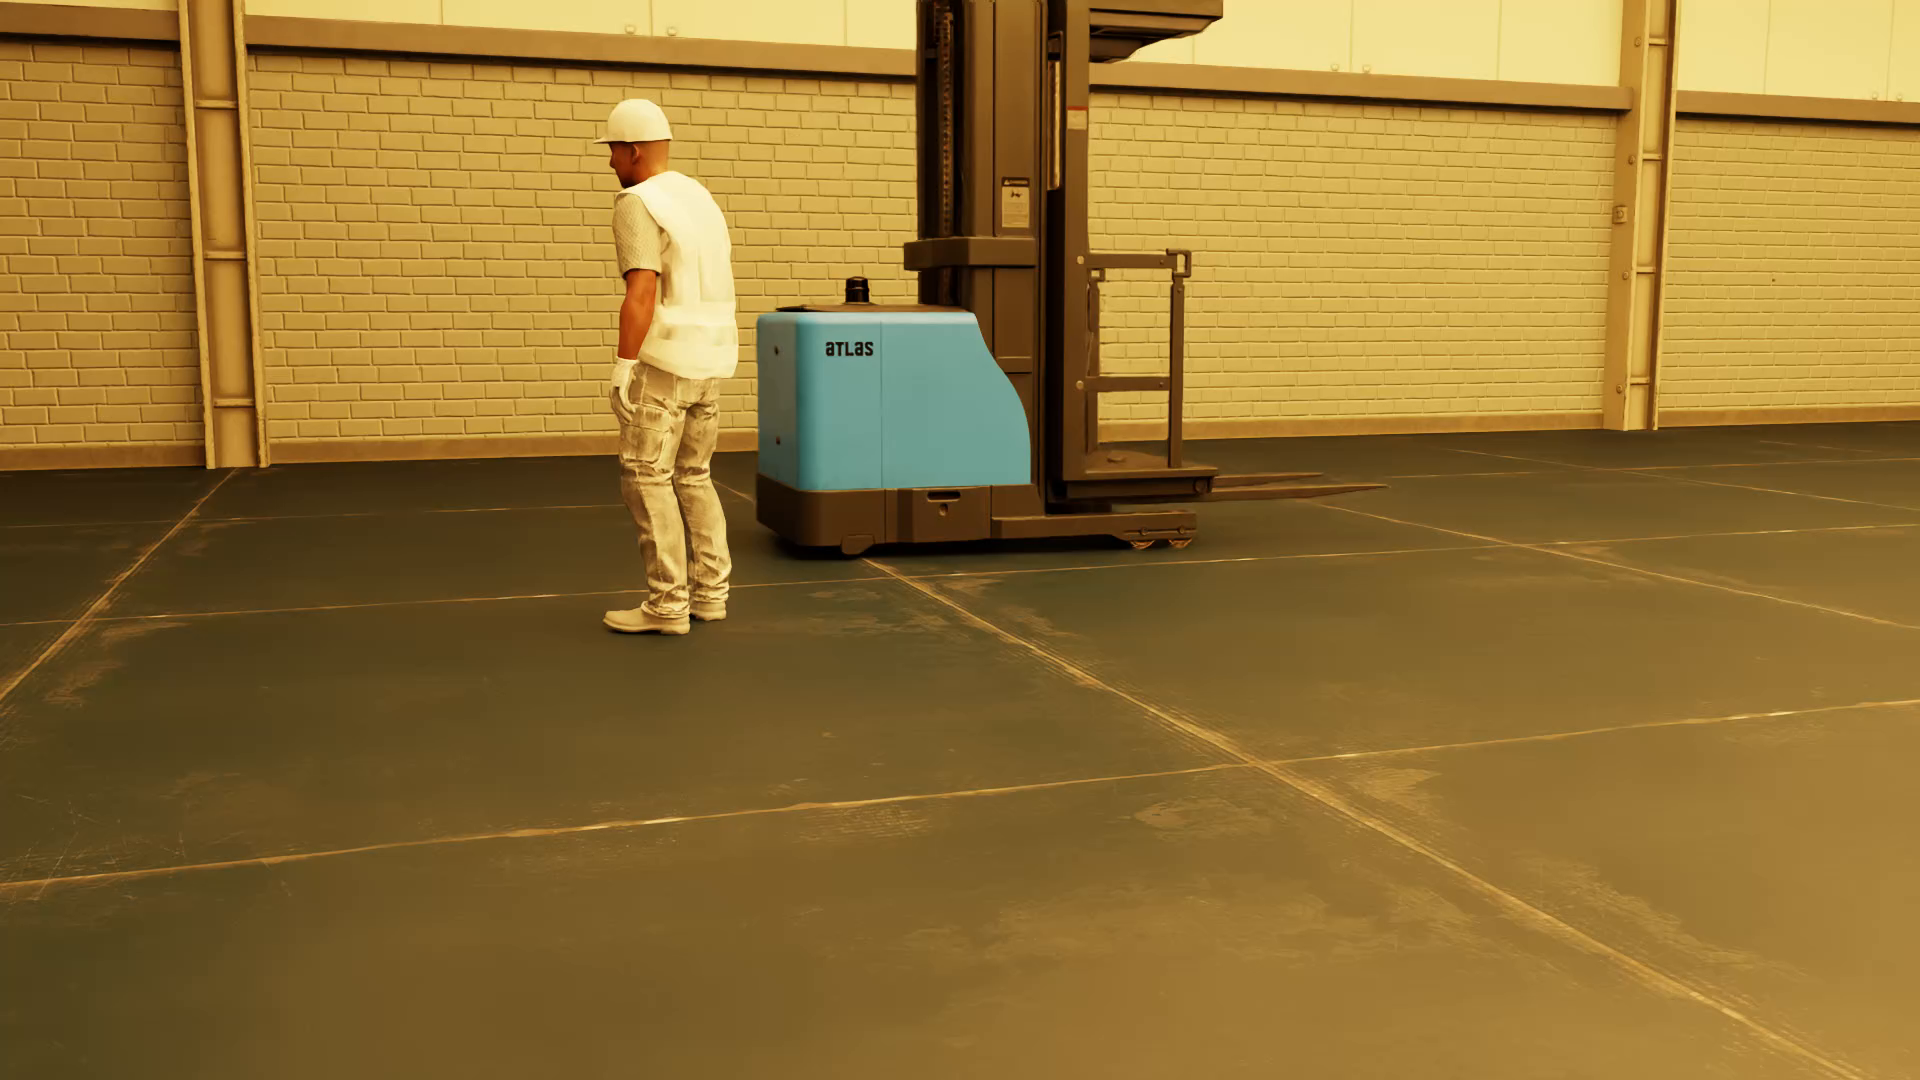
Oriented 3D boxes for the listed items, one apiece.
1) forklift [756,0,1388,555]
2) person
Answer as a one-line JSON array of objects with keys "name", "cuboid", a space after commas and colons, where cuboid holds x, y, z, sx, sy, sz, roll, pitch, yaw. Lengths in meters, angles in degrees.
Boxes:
[{"name": "forklift", "cuboid": [0.587, -1.480, 7.933, 3.031, 2.935, 1.130, -3, 8, -18]}, {"name": "person", "cuboid": [-0.996, -0.580, 5.625, 0.453, 1.772, 0.617, 3, 8, 21]}]
